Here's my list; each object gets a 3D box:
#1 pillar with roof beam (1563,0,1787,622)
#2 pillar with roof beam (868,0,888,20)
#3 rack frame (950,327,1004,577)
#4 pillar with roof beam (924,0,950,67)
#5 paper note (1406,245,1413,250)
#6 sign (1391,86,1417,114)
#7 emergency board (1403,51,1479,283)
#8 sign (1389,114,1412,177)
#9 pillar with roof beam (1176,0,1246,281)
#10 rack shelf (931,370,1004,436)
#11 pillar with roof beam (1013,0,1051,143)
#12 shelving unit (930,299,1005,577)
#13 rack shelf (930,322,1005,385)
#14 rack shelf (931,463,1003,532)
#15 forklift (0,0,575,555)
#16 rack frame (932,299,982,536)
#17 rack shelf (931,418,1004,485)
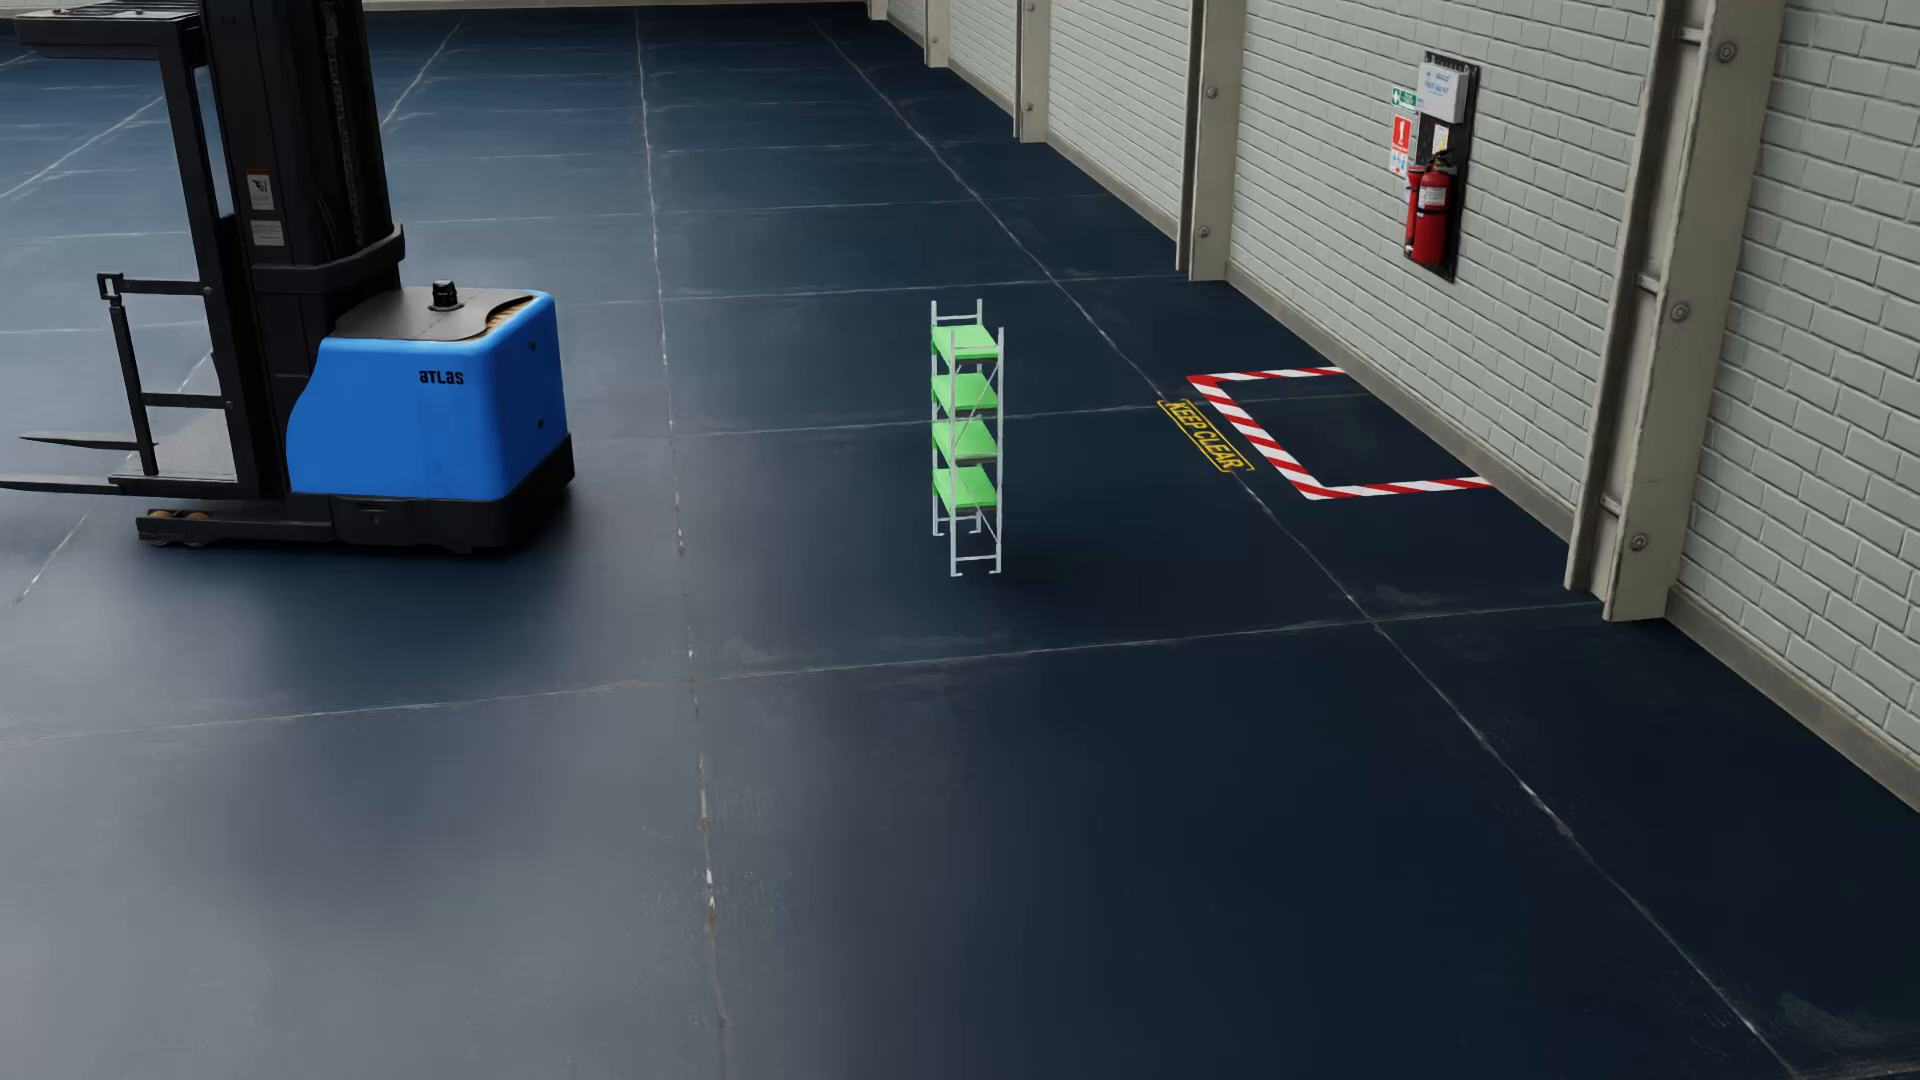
[{"bbox_3d":[-1.227,-3.529,5.086,9.100,9.000,0.400,-4,24,-10],"label":"pillar with roof beam"},{"bbox_3d":[-5.665,-12.969,26.701,9.100,9.000,0.400,-4,24,-10],"label":"pillar with roof beam"},{"bbox_3d":[0.076,-0.389,7.641,0.240,1.200,0.015,-4,24,-10],"label":"rack frame"},{"bbox_3d":[-4.556,-10.609,21.297,9.100,9.000,0.400,-4,24,-10],"label":"pillar with roof beam"},{"bbox_3d":[2.619,-1.744,9.596,0.016,0.148,0.142,-4,24,-10],"label":"paper note"},{"bbox_3d":[2.575,-2.555,9.645,0.001,0.109,0.331,-4,24,-10],"label":"sign"},{"bbox_3d":[2.584,-2.073,9.249,0.194,1.169,0.643,-4,24,-10],"label":"emergency board"},{"bbox_3d":[2.583,-2.314,9.757,0.001,0.329,0.234,-4,24,-10],"label":"sign"},{"bbox_3d":[-2.337,-5.889,10.490,9.100,9.000,0.400,-4,24,-10],"label":"pillar with roof beam"},{"bbox_3d":[0.031,-0.646,7.790,0.258,0.148,0.480,-4,24,-10],"label":"rack shelf"},{"bbox_3d":[-3.446,-8.249,15.894,9.100,9.000,0.400,-4,24,-10],"label":"pillar with roof beam"},{"bbox_3d":[0.031,-0.485,7.861,0.258,1.200,0.503,-4,24,-10],"label":"shelving unit"},{"bbox_3d":[0.031,-0.866,7.694,0.258,0.148,0.480,-4,24,-10],"label":"rack shelf"},{"bbox_3d":[0.031,-0.206,7.982,0.258,0.148,0.480,-4,24,-10],"label":"rack shelf"},{"bbox_3d":[-3.605,-1.515,8.057,3.031,2.935,1.130,3,24,6],"label":"forklift"},{"bbox_3d":[-0.015,-0.581,8.081,0.240,1.200,0.015,-4,24,-10],"label":"rack frame"},{"bbox_3d":[0.031,-0.426,7.886,0.258,0.148,0.480,-4,24,-10],"label":"rack shelf"}]
